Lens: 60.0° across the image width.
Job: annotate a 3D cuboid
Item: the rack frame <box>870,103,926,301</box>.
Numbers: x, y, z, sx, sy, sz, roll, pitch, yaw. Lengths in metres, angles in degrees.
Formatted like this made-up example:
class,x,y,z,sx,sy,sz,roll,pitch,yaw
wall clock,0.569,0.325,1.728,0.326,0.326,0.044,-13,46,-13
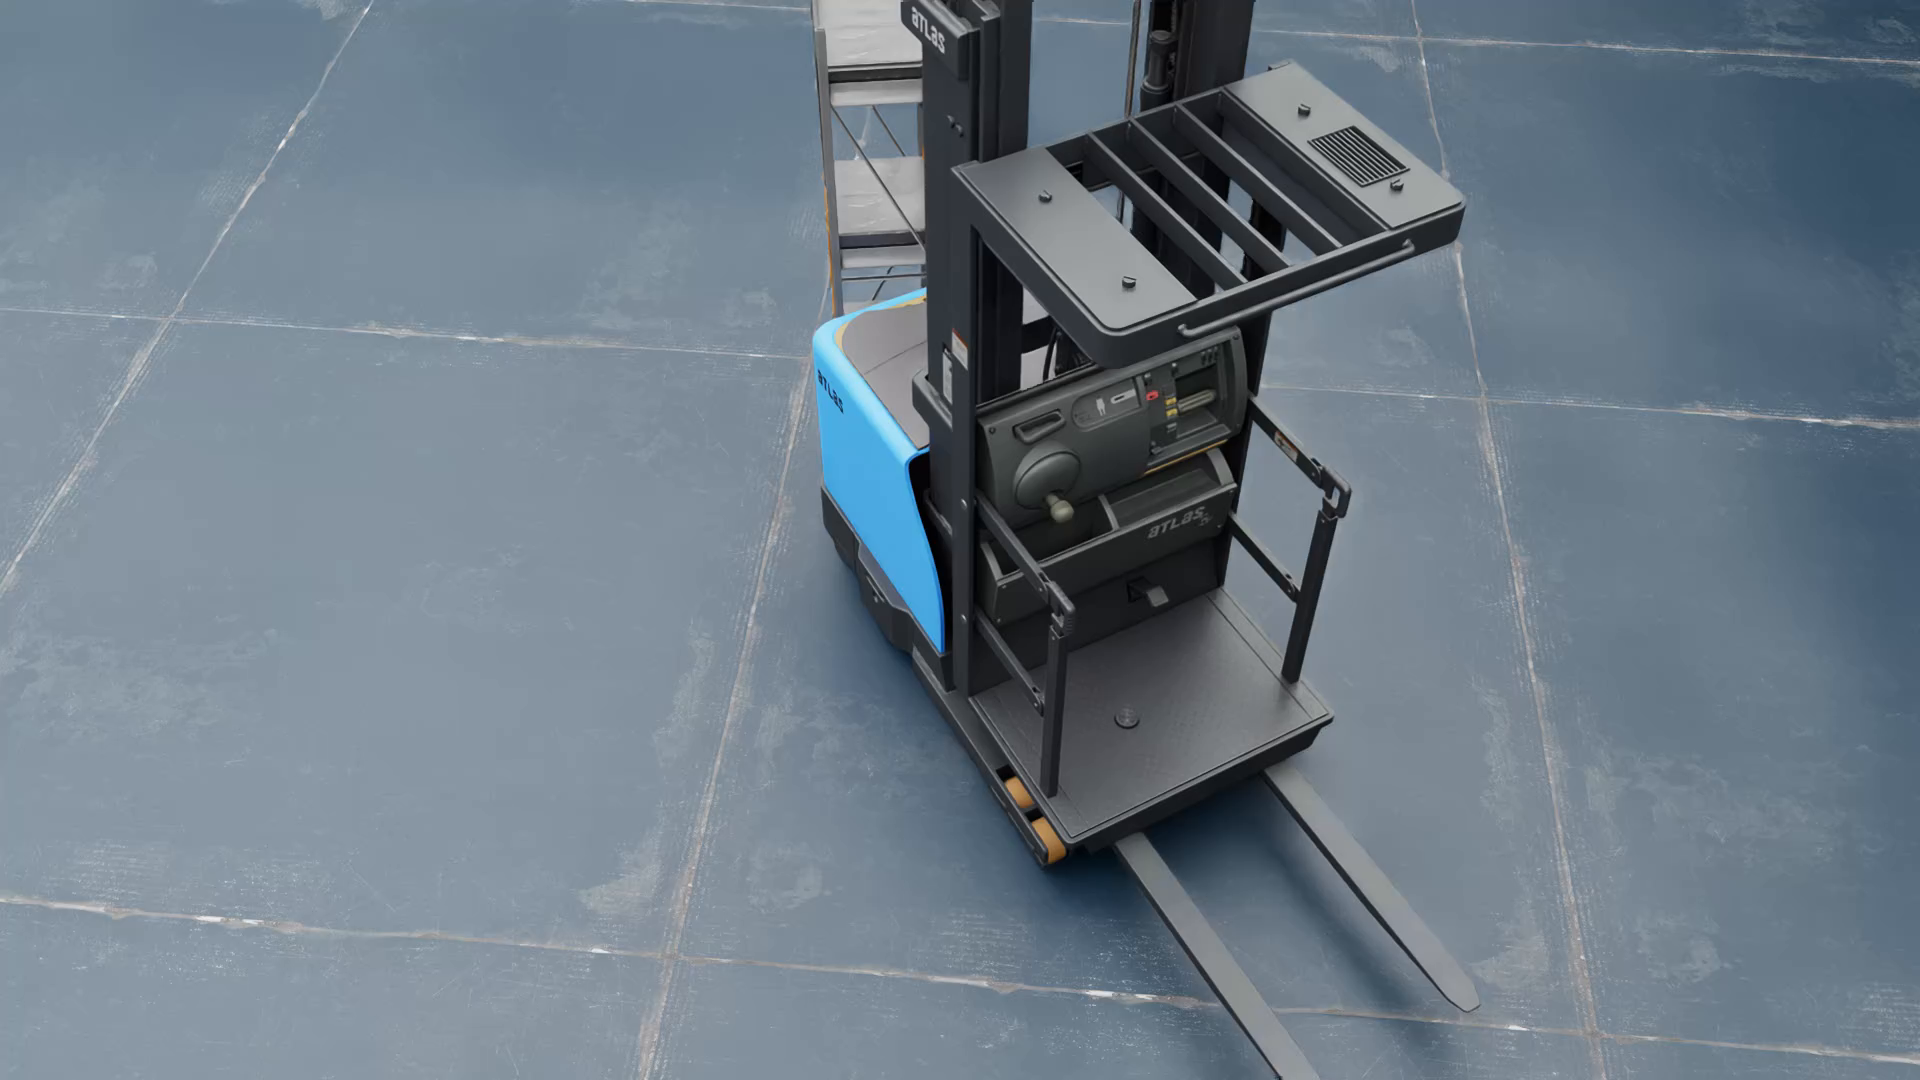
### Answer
class,x,y,z,sx,sy,sz,roll,pitch,yaw
rack frame,-0.328,-1.341,6.579,0.400,2.100,0.015,-4,48,-4

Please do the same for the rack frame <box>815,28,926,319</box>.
class,x,y,z,sx,sy,sz,roll,pitch,yaw
rack frame,-0.278,-0.983,6.252,0.400,2.100,0.015,-4,48,-4

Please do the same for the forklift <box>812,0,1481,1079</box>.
class,x,y,z,sx,sy,sz,roll,pitch,yaw
forklift,0.598,-0.259,5.026,1.130,2.935,3.031,-22,51,-19

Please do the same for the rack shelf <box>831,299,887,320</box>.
class,x,y,z,sx,sy,sz,roll,pitch,yaw
rack shelf,-0.303,-0.680,6.942,0.431,0.518,0.480,-4,48,-4

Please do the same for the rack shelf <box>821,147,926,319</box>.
class,x,y,z,sx,sy,sz,roll,pitch,yaw
rack shelf,-0.303,-1.152,6.425,0.431,0.518,0.480,-4,48,-4

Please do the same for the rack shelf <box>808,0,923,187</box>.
class,x,y,z,sx,sy,sz,roll,pitch,yaw
rack shelf,-0.303,-1.625,5.909,0.431,0.518,0.480,-4,48,-4

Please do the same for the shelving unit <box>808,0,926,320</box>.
class,x,y,z,sx,sy,sz,roll,pitch,yaw
shelving unit,-0.303,-1.162,6.415,0.431,2.100,0.503,-4,48,-4
